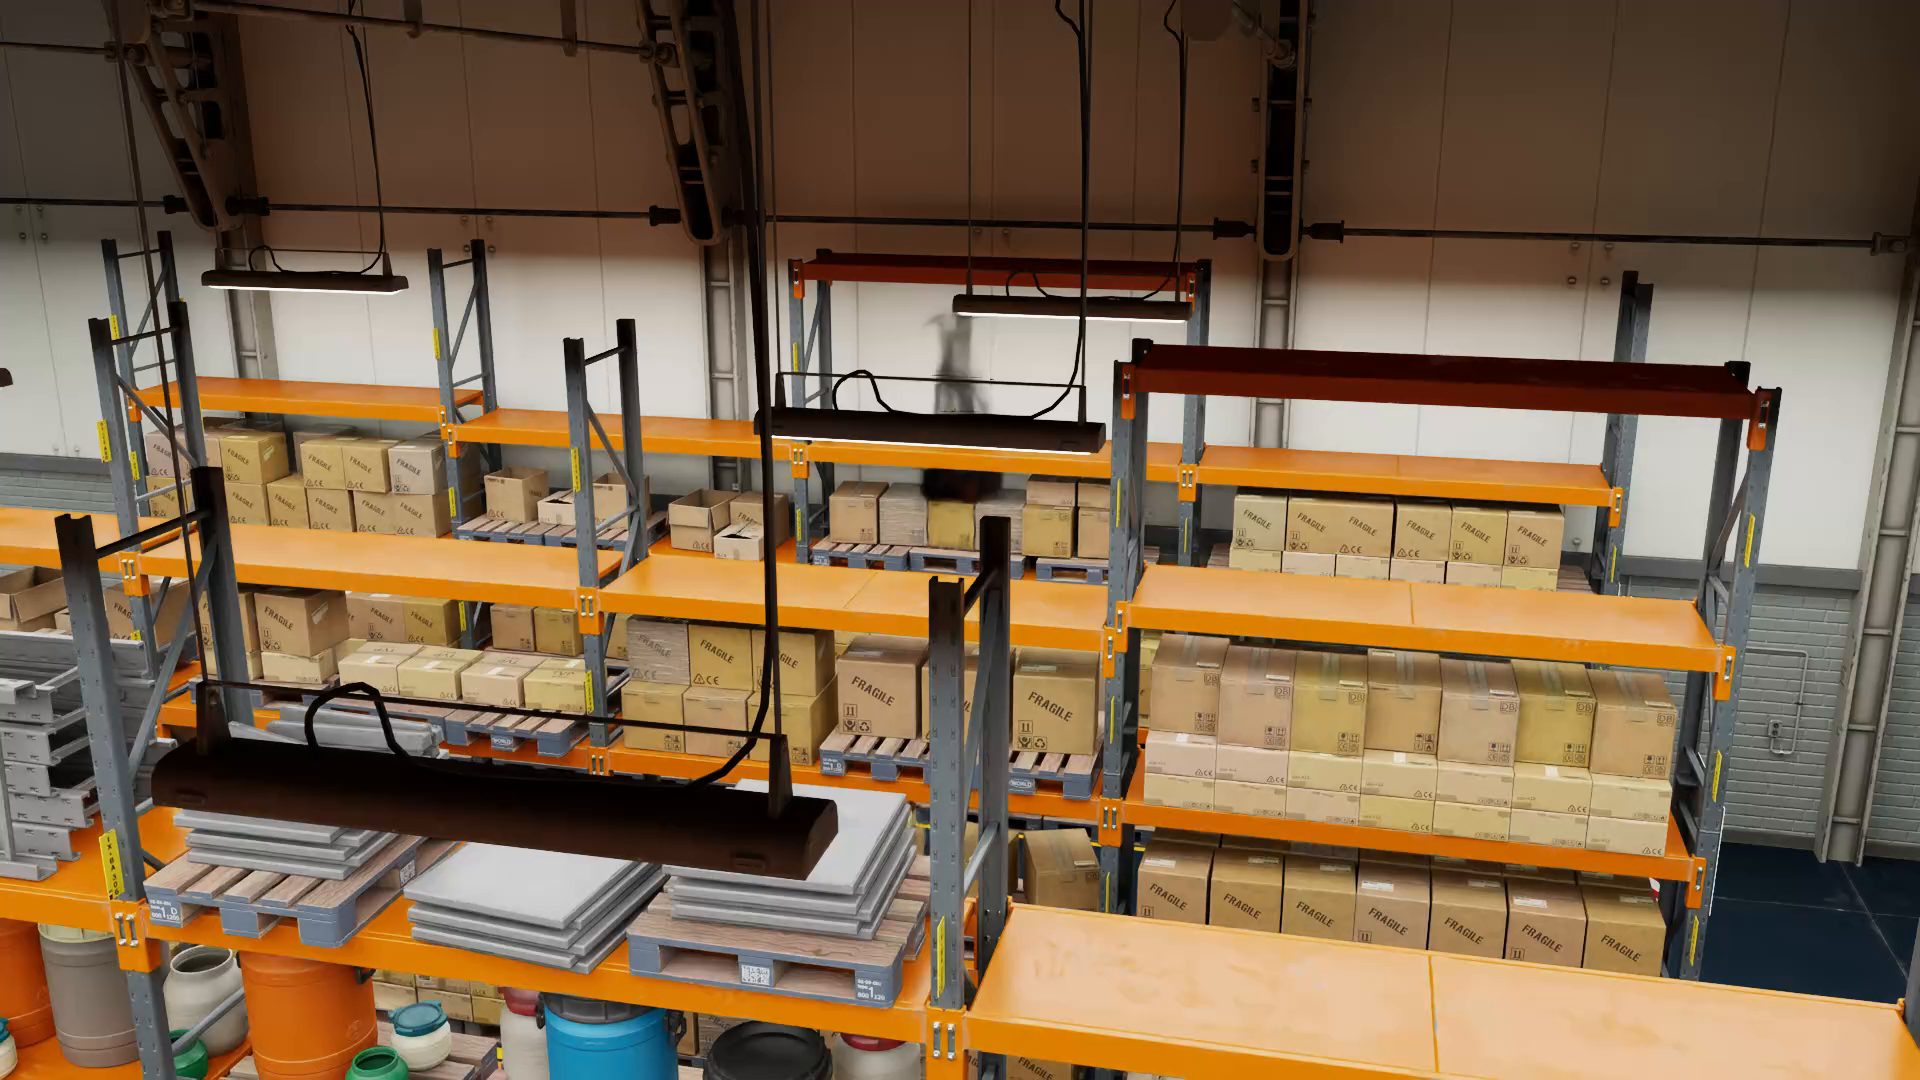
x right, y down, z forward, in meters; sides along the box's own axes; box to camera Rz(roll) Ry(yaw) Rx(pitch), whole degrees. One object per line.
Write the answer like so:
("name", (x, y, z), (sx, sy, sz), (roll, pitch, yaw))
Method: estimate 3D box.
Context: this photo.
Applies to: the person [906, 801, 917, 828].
("person", (-0.534, 2.979, 15.283), (0.758, 1.627, 0.588), (3, 17, 9))
